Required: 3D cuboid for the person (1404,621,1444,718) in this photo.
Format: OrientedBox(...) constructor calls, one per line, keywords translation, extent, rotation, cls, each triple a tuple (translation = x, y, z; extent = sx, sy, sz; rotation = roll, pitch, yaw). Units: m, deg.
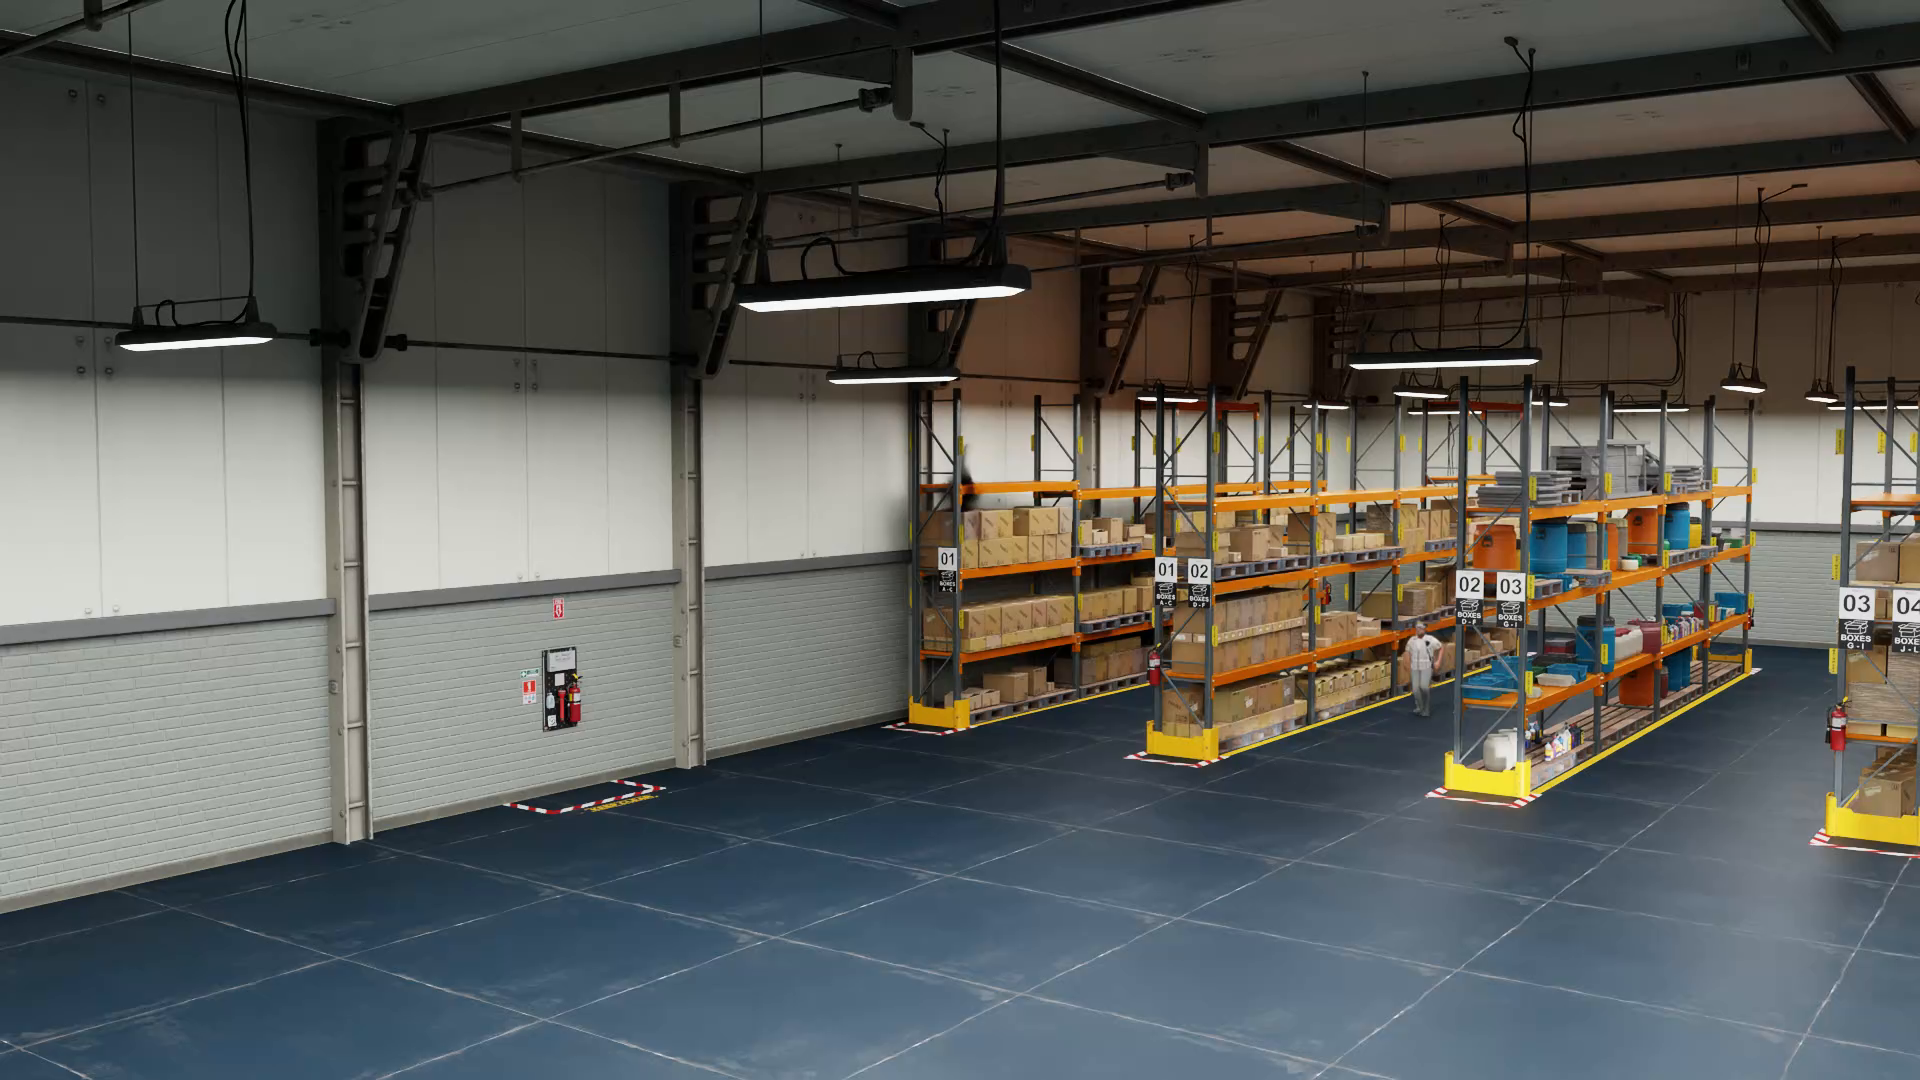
OrientedBox(translation=(8.500, 2.379, 30.657), extent=(0.666, 1.779, 0.721), rotation=(2, 4, 35), cls="person")
